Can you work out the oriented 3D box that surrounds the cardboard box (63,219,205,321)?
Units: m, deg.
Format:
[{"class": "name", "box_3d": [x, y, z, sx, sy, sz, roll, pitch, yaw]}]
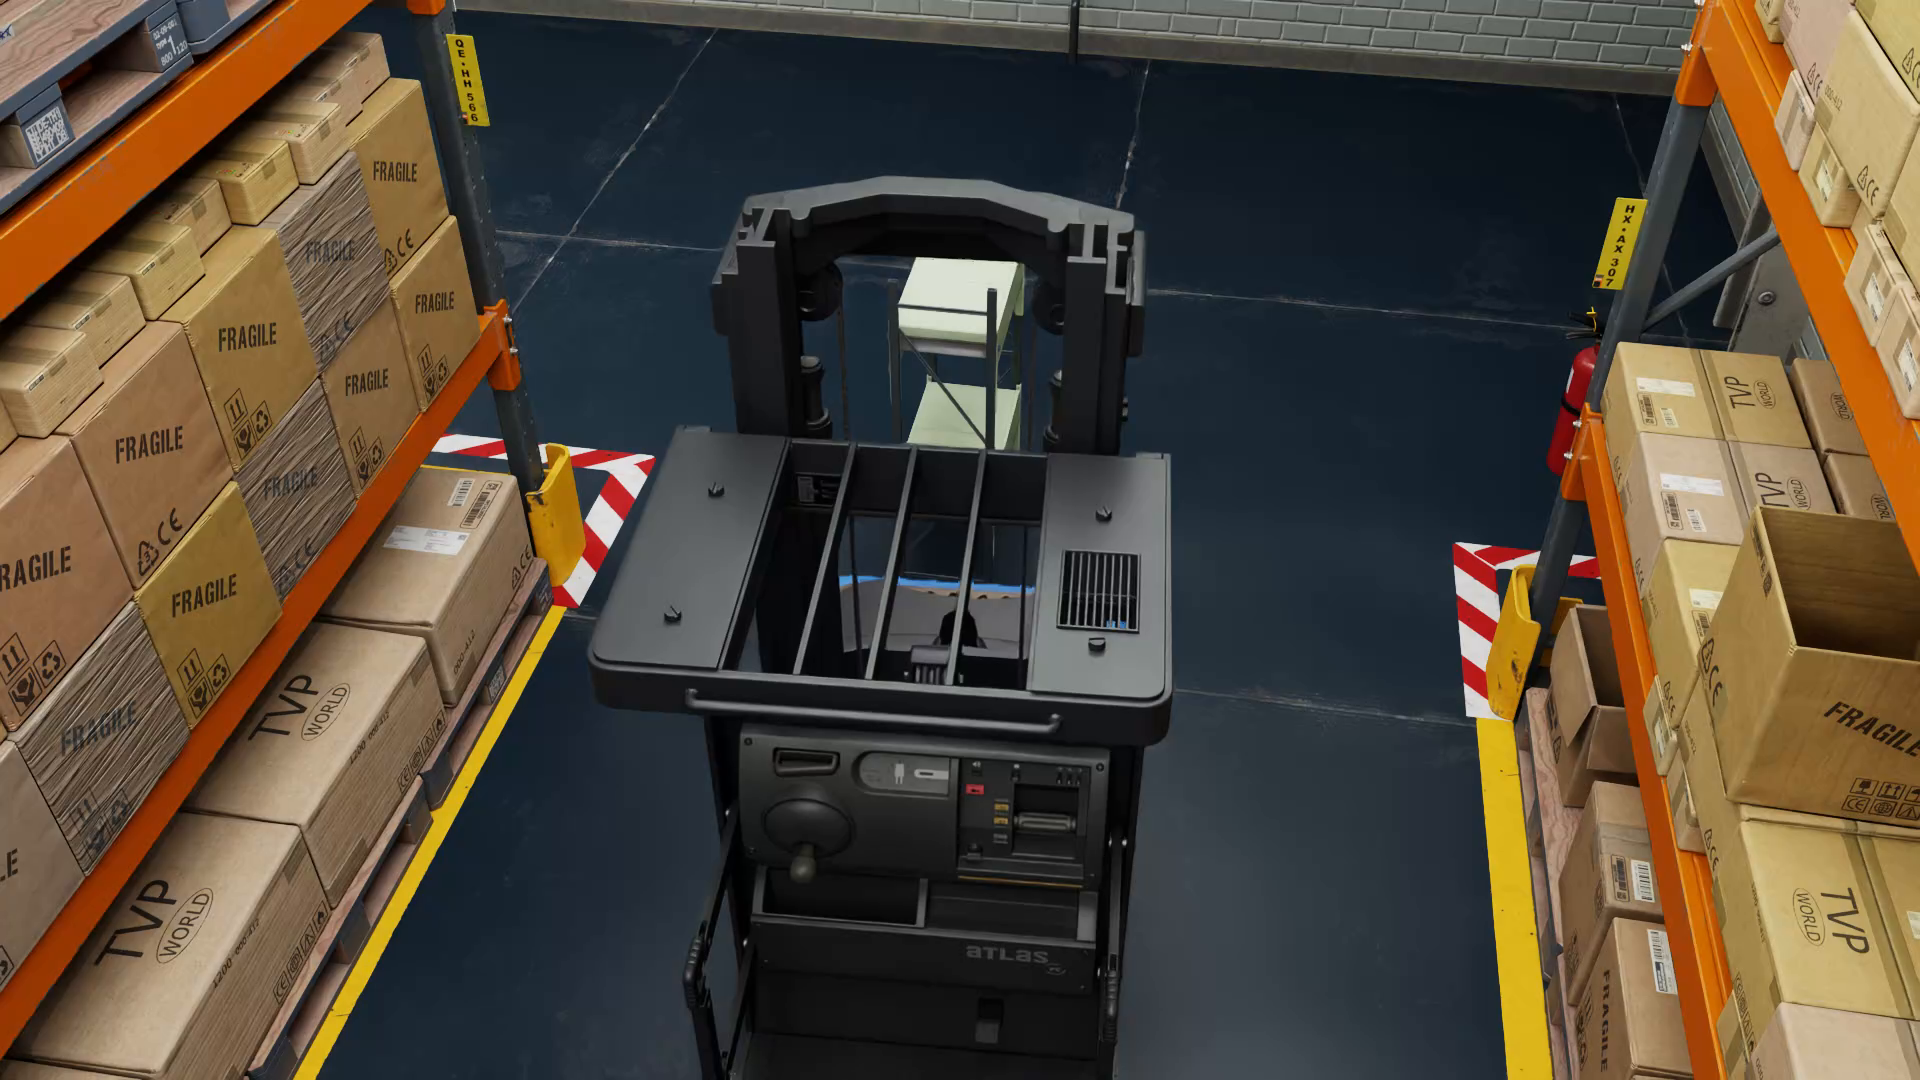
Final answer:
[{"class": "cardboard box", "box_3d": [-2.254, -0.725, 4.401, 0.380, 0.149, 0.250, 7, 40, 9]}]

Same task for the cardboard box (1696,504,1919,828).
[{"class": "cardboard box", "box_3d": [2.064, 0.290, 3.841, 0.500, 0.500, 0.500, 7, 40, 9]}]

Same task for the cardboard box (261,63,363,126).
[{"class": "cardboard box", "box_3d": [-2.107, -1.370, 5.181, 0.380, 0.149, 0.250, 7, 40, 8]}]

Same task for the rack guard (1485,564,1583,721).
[{"class": "rack guard", "box_3d": [2.654, 0.450, 6.313, 1.175, 0.500, 0.348, 6, 40, 8]}]

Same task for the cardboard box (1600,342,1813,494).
[{"class": "cardboard box", "box_3d": [2.324, -0.362, 5.218, 0.500, 0.250, 0.500, 7, 40, 8]}]

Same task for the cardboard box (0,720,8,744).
[{"class": "cardboard box", "box_3d": [-2.500, 0.392, 3.558, 0.500, 0.500, 0.500, 6, 40, 7]}]

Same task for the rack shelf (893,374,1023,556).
[{"class": "rack shelf", "box_3d": [-0.001, -0.323, 6.975, 0.431, 0.370, 0.720, 6, 40, 8]}]

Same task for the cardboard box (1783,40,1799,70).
[{"class": "cardboard box", "box_3d": [2.364, -1.278, 4.285, 0.380, 0.149, 0.250, 7, 40, 8]}]

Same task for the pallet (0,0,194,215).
[{"class": "pallet", "box_3d": [-2.549, -0.993, 3.812, 1.003, 0.211, 1.213, 6, 40, 8]}]

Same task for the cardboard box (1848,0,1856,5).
[{"class": "cardboard box", "box_3d": [2.237, -1.398, 3.725, 0.500, 0.250, 0.500, 6, 40, 7]}]

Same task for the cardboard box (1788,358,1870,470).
[{"class": "cardboard box", "box_3d": [2.849, -0.299, 5.142, 0.500, 0.250, 0.500, 7, 40, 9]}]

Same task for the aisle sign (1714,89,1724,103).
[{"class": "aisle sign", "box_3d": [2.390, -1.638, 4.837, 0.394, 0.787, 0.004, 6, 40, 8]}]

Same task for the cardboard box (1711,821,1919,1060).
[{"class": "cardboard box", "box_3d": [1.995, 0.919, 3.669, 0.500, 0.250, 0.500, 6, 40, 7]}]

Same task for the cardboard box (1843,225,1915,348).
[{"class": "cardboard box", "box_3d": [2.022, -0.494, 3.337, 0.380, 0.149, 0.250, 6, 40, 8]}]

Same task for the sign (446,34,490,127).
[{"class": "sign", "box_3d": [-1.690, -1.575, 5.706, 0.100, 0.325, 0.005, 6, 40, 8]}]

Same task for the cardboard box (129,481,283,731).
[{"class": "cardboard box", "box_3d": [-2.302, 0.151, 4.635, 0.500, 0.500, 0.500, 8, 40, 9]}]

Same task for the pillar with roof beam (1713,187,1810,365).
[{"class": "pillar with roof beam", "box_3d": [-0.218, -4.940, 6.163, 9.100, 9.000, 0.400, 6, 40, 8]}]

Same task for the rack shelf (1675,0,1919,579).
[{"class": "rack shelf", "box_3d": [2.321, -0.184, 3.329, 1.077, 0.370, 4.000, 6, 40, 8]}]

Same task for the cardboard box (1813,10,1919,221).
[{"class": "cardboard box", "box_3d": [2.153, -0.884, 3.495, 0.500, 0.250, 0.500, 5, 40, 6]}]

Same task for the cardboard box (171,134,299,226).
[{"class": "cardboard box", "box_3d": [-2.153, -1.045, 4.788, 0.380, 0.149, 0.250, 7, 40, 9]}]

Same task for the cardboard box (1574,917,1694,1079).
[{"class": "cardboard box", "box_3d": [2.092, 1.467, 4.753, 0.500, 0.500, 0.500, 7, 40, 8]}]

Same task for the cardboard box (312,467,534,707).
[{"class": "cardboard box", "box_3d": [-2.238, 0.145, 6.401, 0.875, 0.438, 0.875, 5, 40, 6]}]

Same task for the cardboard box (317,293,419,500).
[{"class": "cardboard box", "box_3d": [-2.146, -0.499, 5.421, 0.500, 0.500, 0.500, 6, 40, 7]}]

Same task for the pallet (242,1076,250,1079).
[{"class": "pallet", "box_3d": [-2.706, 2.011, 4.652, 1.003, 0.211, 1.213, 6, 40, 8]}]

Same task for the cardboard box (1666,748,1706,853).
[{"class": "cardboard box", "box_3d": [2.043, 0.683, 4.267, 0.380, 0.149, 0.250, 7, 40, 9]}]

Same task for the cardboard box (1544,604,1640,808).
[{"class": "cardboard box", "box_3d": [2.468, 0.613, 5.784, 0.797, 0.503, 0.637, 5, 40, 6]}]

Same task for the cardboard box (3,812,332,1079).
[{"class": "cardboard box", "box_3d": [-2.546, 1.286, 5.021, 0.875, 0.438, 0.875, 5, 40, 6]}]

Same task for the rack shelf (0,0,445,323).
[{"class": "rack shelf", "box_3d": [-2.568, -0.729, 3.988, 1.077, 0.370, 4.000, 6, 40, 8]}]

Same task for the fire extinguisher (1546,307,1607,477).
[{"class": "fire extinguisher", "box_3d": [2.238, -0.530, 5.891, 0.296, 0.674, 0.183, 6, 40, 8]}]

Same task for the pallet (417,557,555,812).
[{"class": "pallet", "box_3d": [-2.283, 0.480, 6.504, 1.003, 0.211, 1.213, 6, 40, 8]}]

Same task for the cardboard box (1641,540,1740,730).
[{"class": "cardboard box", "box_3d": [2.152, 0.273, 4.451, 0.500, 0.250, 0.500, 6, 40, 7]}]

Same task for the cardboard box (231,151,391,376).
[{"class": "cardboard box", "box_3d": [-2.132, -0.869, 5.084, 0.500, 0.500, 0.500, 7, 40, 8]}]

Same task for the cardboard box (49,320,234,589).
[{"class": "cardboard box", "box_3d": [-2.310, -0.244, 4.328, 0.500, 0.500, 0.500, 6, 40, 7]}]

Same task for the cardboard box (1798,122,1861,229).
[{"class": "cardboard box", "box_3d": [2.120, -0.809, 3.717, 0.380, 0.149, 0.250, 6, 40, 8]}]

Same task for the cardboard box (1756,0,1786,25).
[{"class": "cardboard box", "box_3d": [2.321, -1.525, 4.271, 0.500, 0.250, 0.500, 6, 40, 7]}]

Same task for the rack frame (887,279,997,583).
[{"class": "rack frame", "box_3d": [-0.064, -0.344, 6.489, 0.400, 1.500, 0.023, 6, 40, 8]}]

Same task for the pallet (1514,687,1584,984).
[{"class": "pallet", "box_3d": [2.517, 1.062, 5.800, 1.003, 0.211, 1.213, 6, 40, 8]}]

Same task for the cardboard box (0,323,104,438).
[{"class": "cardboard box", "box_3d": [-2.322, -0.392, 3.998, 0.380, 0.149, 0.250, 7, 40, 8]}]

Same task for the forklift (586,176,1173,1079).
[{"class": "forklift", "box_3d": [-0.114, 0.765, 4.025, 1.130, 2.935, 3.031, 4, 40, 4]}]

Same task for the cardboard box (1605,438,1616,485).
[{"class": "cardboard box", "box_3d": [2.340, -0.288, 5.441, 0.380, 0.149, 0.250, 6, 40, 7]}]

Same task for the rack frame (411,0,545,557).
[{"class": "rack frame", "box_3d": [-2.222, -1.106, 6.233, 1.000, 3.000, 0.127, 6, 40, 8]}]

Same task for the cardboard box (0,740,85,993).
[{"class": "cardboard box", "box_3d": [-2.484, 0.785, 3.868, 0.500, 0.500, 0.500, 7, 40, 8]}]

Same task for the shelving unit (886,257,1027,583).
[{"class": "shelving unit", "box_3d": [-0.001, -0.574, 6.767, 0.431, 1.500, 0.755, 6, 40, 8]}]
